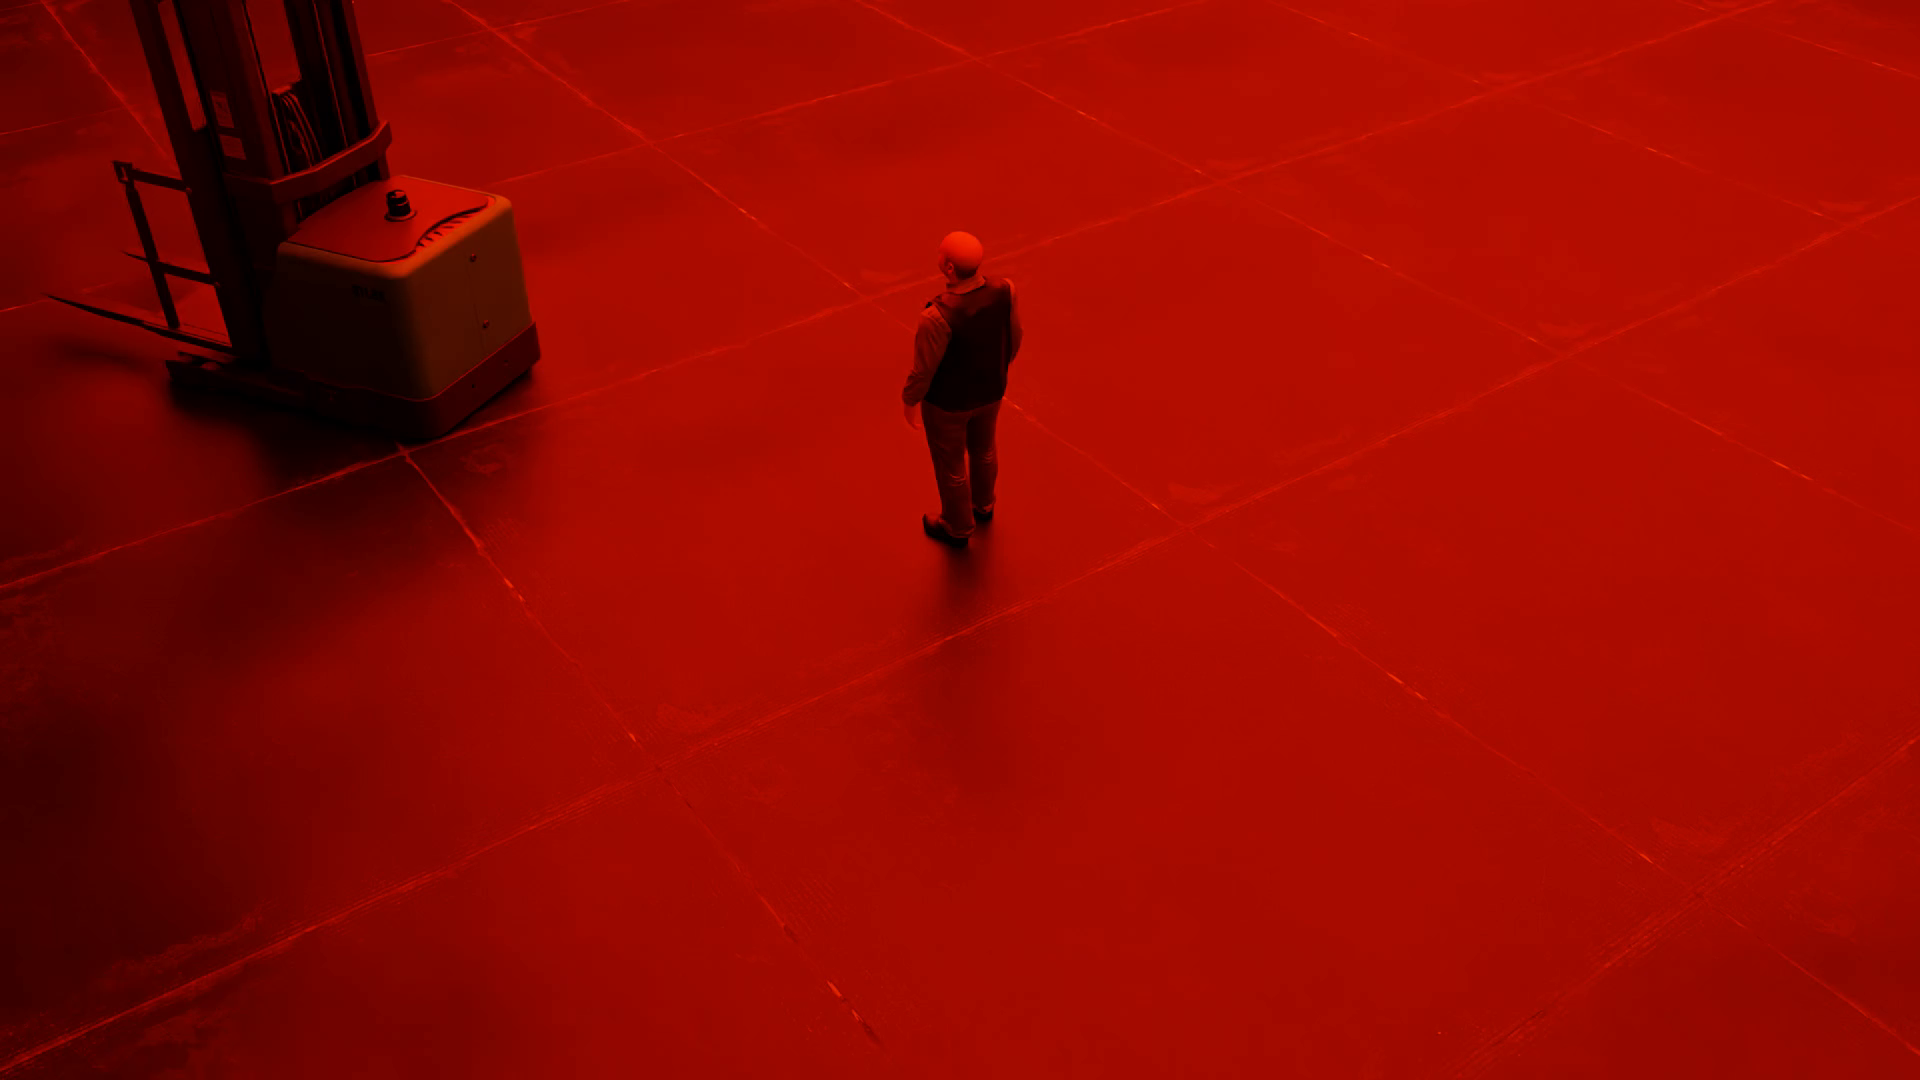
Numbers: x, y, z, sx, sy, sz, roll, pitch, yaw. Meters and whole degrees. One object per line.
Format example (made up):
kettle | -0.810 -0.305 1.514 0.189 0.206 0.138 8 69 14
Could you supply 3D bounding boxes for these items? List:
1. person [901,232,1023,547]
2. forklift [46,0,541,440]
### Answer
person | -0.031 -0.731 7.938 0.633 1.722 0.566 -23 42 -28
forklift | -4.015 -2.304 9.061 3.031 2.935 1.130 15 39 19
